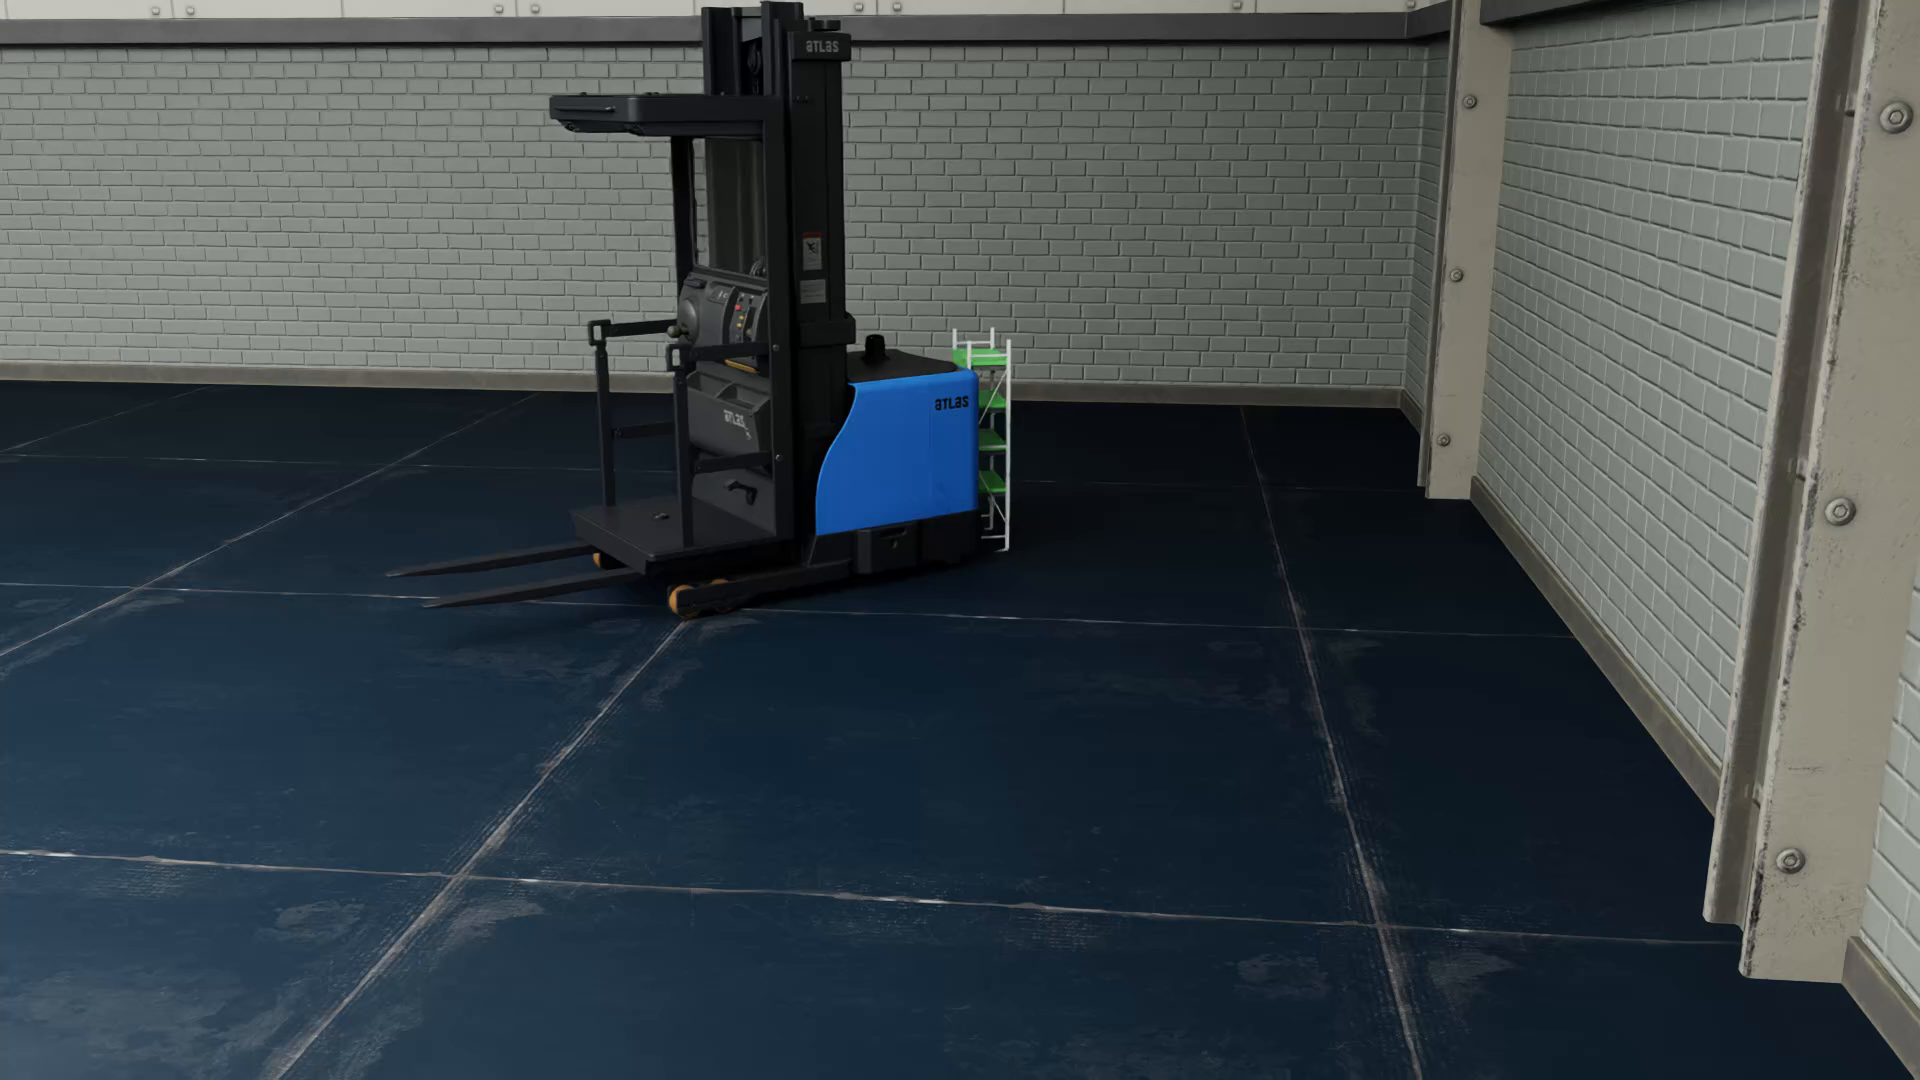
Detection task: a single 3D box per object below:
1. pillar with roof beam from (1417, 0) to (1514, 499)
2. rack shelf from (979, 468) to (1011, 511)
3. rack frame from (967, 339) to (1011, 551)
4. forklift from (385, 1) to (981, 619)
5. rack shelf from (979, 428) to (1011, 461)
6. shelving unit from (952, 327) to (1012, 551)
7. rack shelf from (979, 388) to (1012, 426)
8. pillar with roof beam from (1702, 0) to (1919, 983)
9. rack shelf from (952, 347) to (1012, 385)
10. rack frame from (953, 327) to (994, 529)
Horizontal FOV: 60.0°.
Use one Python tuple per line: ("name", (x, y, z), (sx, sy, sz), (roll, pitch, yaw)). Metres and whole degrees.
("pillar with roof beam", (-1.115, -4.785, 10.119), (9.100, 9.000, 0.400), (2, 15, 6))
("rack shelf", (0.120, -0.285, 9.583), (0.258, 0.148, 0.480), (-3, 15, -9))
("rack frame", (0.161, -0.516, 9.271), (0.240, 1.200, 0.015), (-3, 15, -9))
("forklift", (-1.394, -1.182, 8.417), (3.031, 2.935, 1.130), (-10, 18, -32))
("rack shelf", (0.120, -0.517, 9.520), (0.258, 0.148, 0.480), (-3, 15, -9))
("shelving unit", (0.120, -0.579, 9.503), (0.258, 1.200, 0.503), (-3, 15, -9))
("rack shelf", (0.120, -0.749, 9.458), (0.258, 0.148, 0.480), (-3, 15, -9))
("pillar with roof beam", (-1.792, -3.229, 4.364), (9.100, 9.000, 0.400), (2, 15, 6))
("rack shelf", (0.120, -0.980, 9.395), (0.258, 0.148, 0.480), (-3, 15, -9))
("rack frame", (0.079, -0.641, 9.736), (0.240, 1.200, 0.015), (-3, 15, -9))
